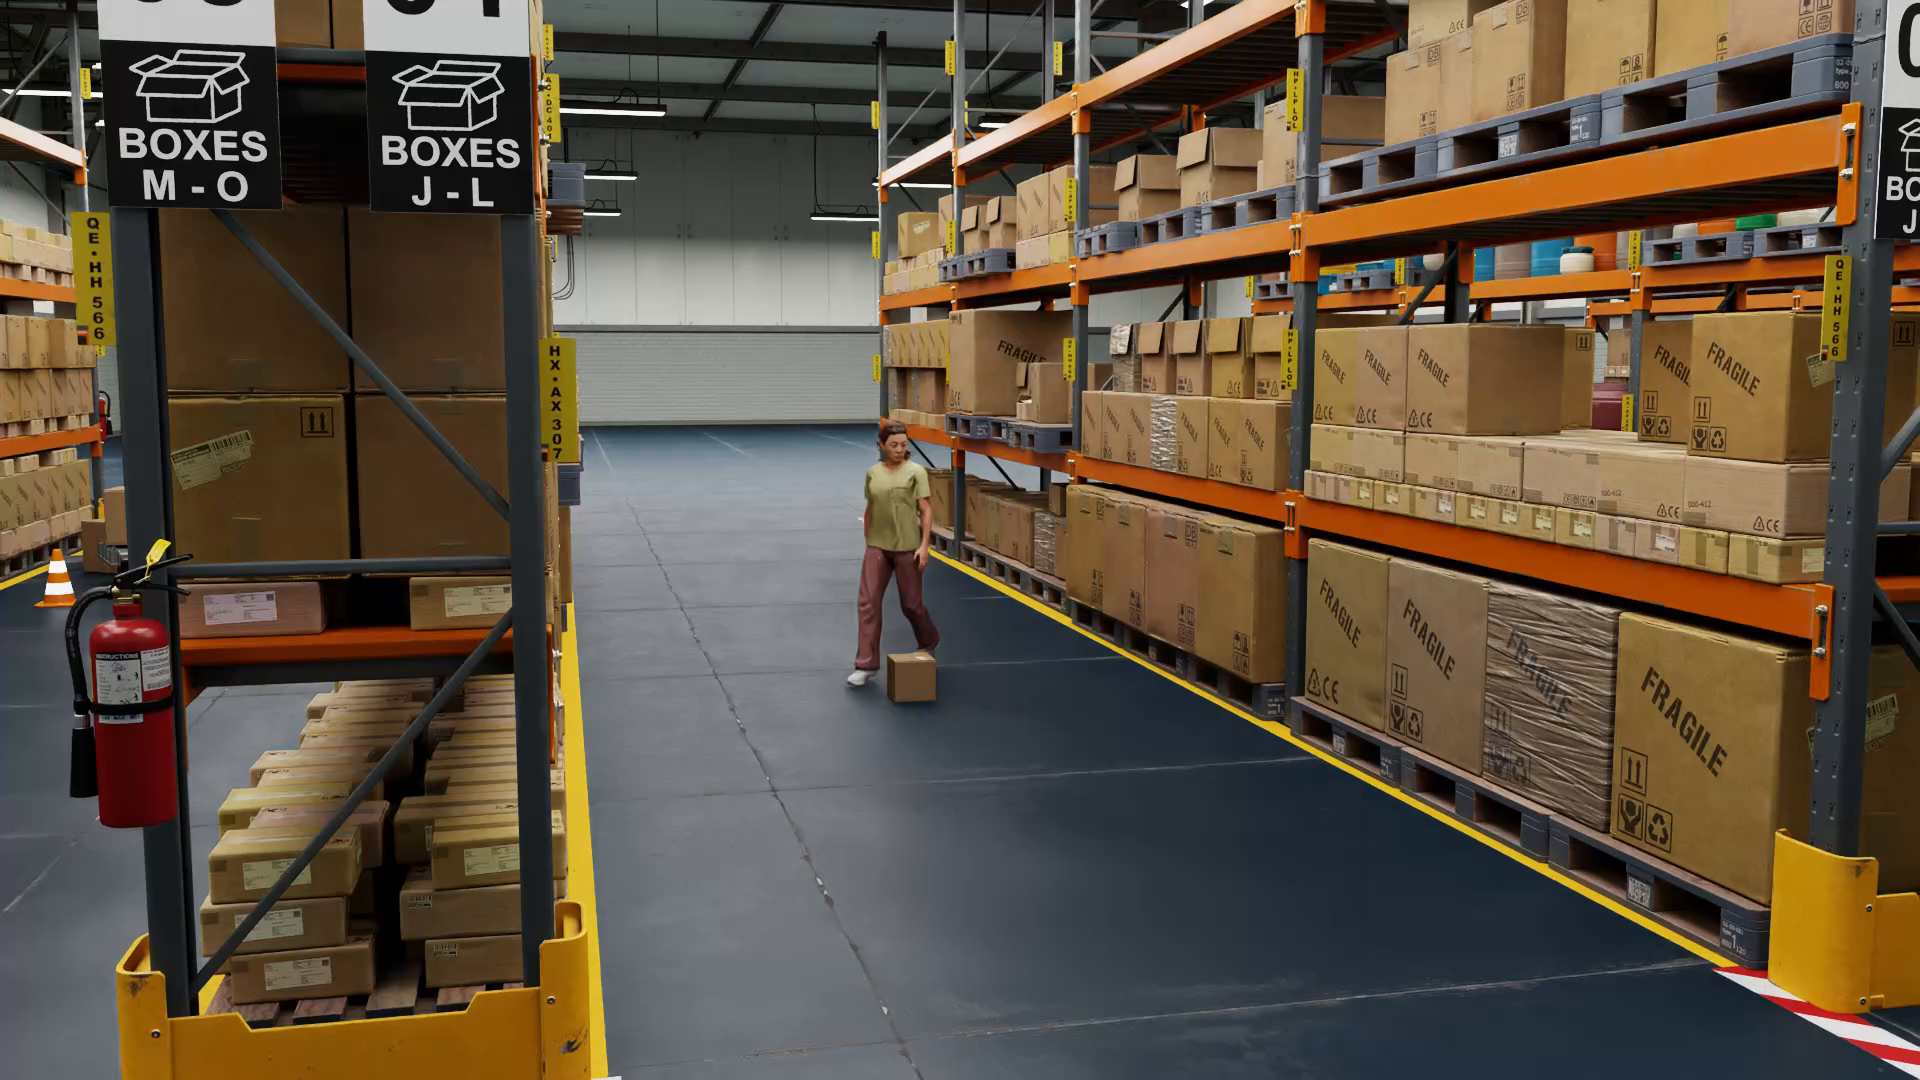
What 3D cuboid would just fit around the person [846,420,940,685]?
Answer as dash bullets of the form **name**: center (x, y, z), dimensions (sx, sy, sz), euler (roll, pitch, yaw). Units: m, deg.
- **person**: center (-0.417, 0.057, 10.614), dimensions (0.474, 1.650, 0.856), euler (2, 7, 18)
